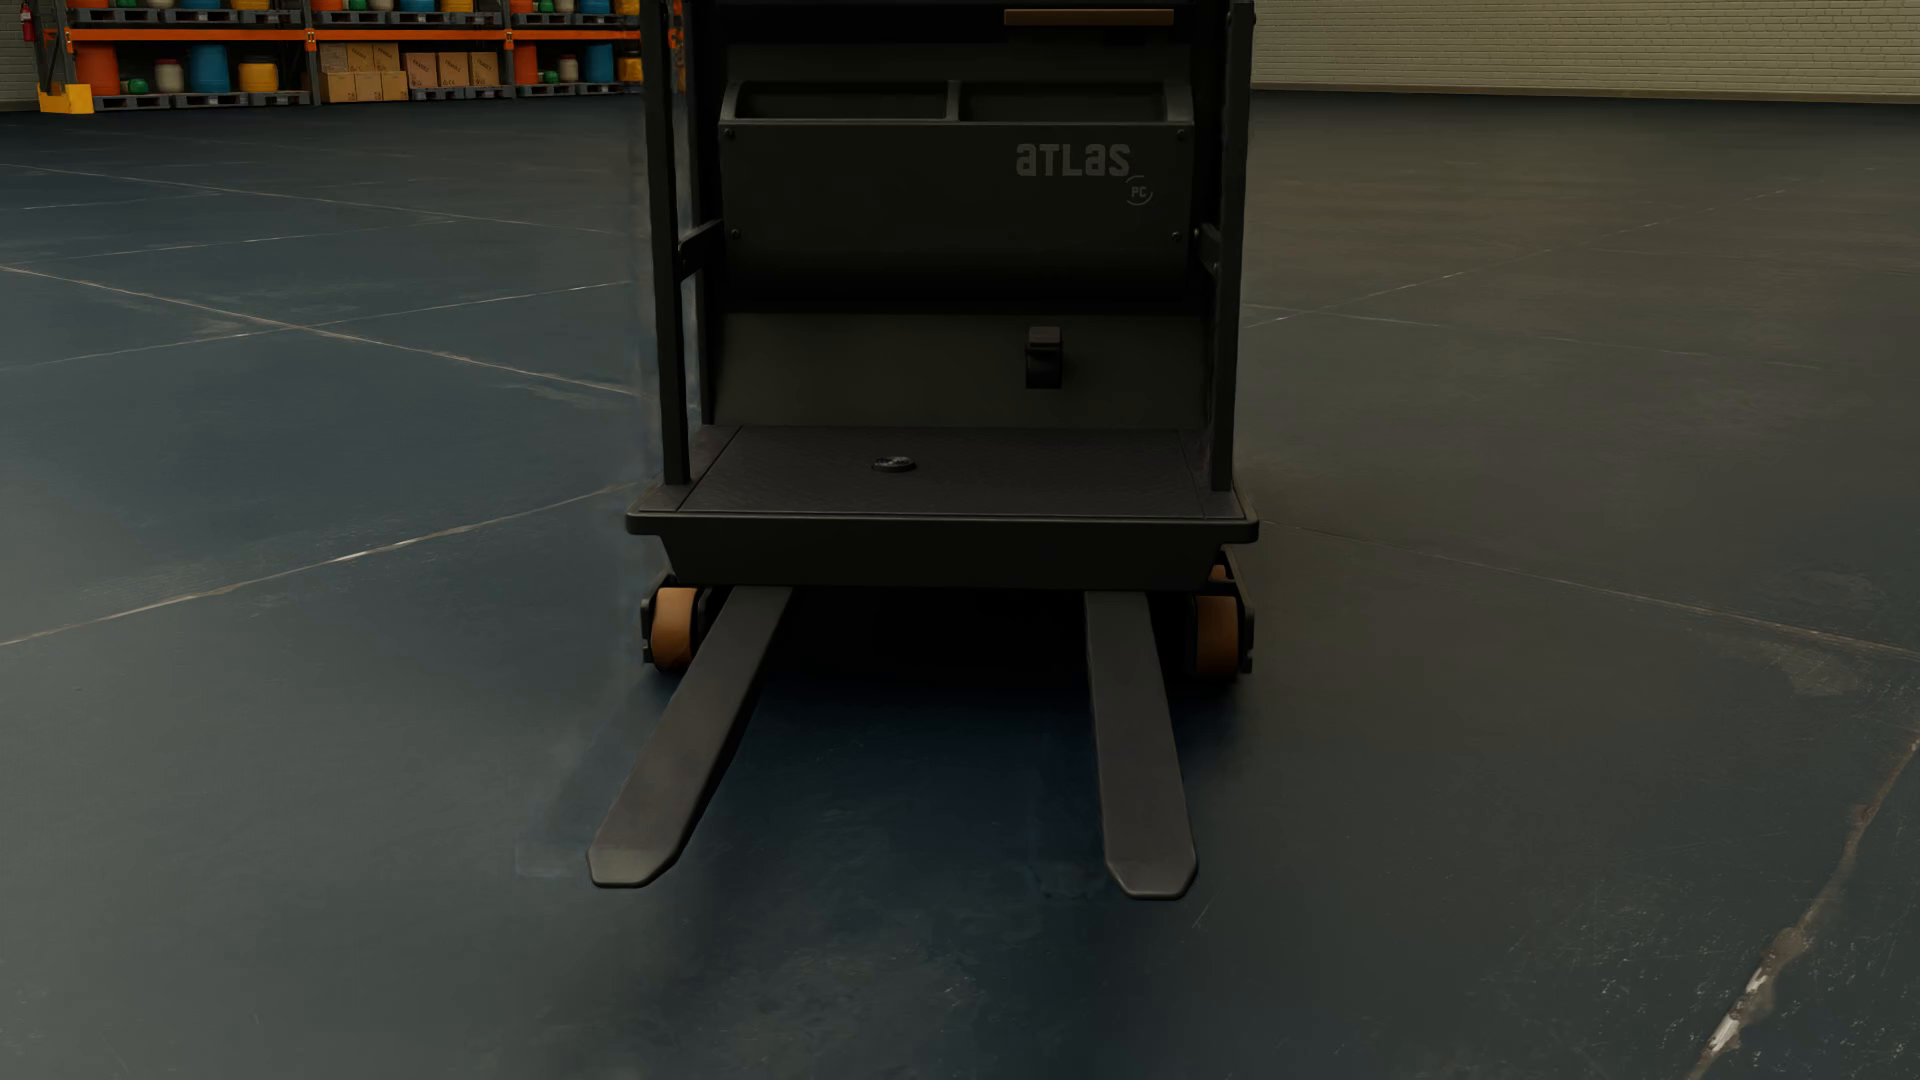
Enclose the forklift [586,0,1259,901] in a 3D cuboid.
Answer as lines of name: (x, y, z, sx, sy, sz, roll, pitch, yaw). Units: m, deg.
forklift: (-0.014, -1.234, 2.962, 1.130, 2.935, 3.031, 1, 17, 3)
